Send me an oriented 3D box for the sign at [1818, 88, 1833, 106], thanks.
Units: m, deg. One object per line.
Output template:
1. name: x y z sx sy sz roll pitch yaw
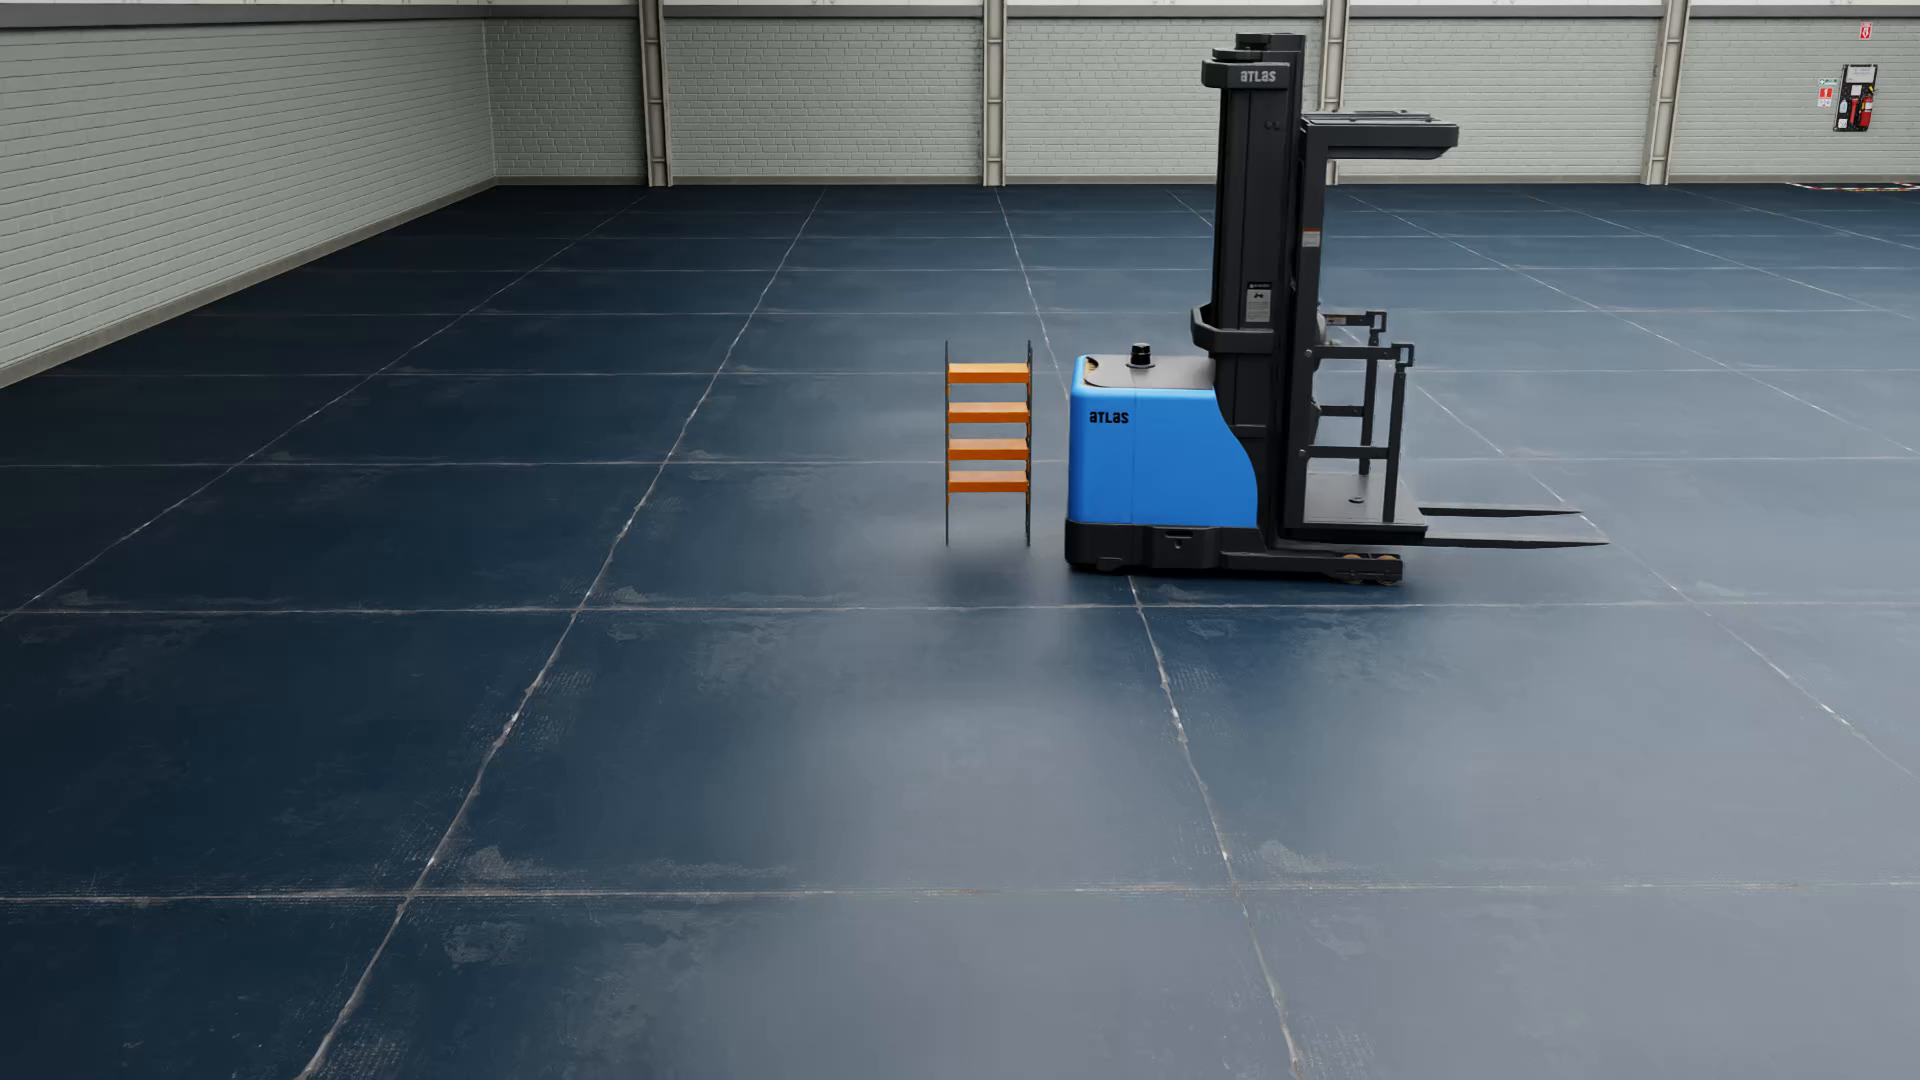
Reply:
1. sign: 15.585 -7.978 29.949 0.234 0.329 0.001 0 18 -1

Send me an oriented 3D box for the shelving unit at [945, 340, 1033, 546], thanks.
1. shelving unit: 0.166 -0.572 9.867 0.503 1.200 0.258 0 18 -1

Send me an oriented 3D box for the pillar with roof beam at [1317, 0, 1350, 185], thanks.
1. pillar with roof beam: 6.680 -9.417 24.670 0.400 9.000 9.100 0 18 -1

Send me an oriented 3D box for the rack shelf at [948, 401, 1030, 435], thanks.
1. rack shelf: 0.166 -0.721 9.819 0.480 0.148 0.258 0 18 -1

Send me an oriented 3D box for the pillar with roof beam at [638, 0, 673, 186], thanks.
1. pillar with roof beam: -5.319 -9.359 24.490 0.400 9.000 9.100 0 18 -1

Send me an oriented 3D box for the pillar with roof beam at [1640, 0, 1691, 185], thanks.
1. pillar with roof beam: 12.679 -9.445 24.760 0.400 9.000 9.100 0 18 -1

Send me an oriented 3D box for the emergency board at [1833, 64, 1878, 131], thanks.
1. emergency board: 16.139 -7.932 29.865 0.643 1.169 0.194 0 18 -1

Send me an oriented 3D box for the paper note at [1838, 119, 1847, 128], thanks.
1. paper note: 15.961 -7.533 30.062 0.142 0.148 0.016 0 18 -1

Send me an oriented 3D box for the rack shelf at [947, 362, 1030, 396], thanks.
1. rack shelf: 0.166 -0.946 9.747 0.480 0.148 0.258 0 18 -1

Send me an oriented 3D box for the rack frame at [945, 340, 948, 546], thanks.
1. rack frame: -0.078 -0.571 9.863 0.015 1.200 0.240 0 18 -1

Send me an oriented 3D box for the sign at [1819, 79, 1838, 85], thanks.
1. sign: 15.589 -8.228 29.860 0.331 0.109 0.001 0 18 -1

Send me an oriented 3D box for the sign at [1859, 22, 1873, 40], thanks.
1. sign: 16.129 -9.067 29.605 0.199 0.298 0.001 0 18 -1

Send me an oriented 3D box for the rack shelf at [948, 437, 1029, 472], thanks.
1. rack shelf: 0.166 -0.508 9.887 0.480 0.148 0.258 0 18 -1

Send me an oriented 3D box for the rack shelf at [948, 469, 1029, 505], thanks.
1. rack shelf: 0.166 -0.319 9.948 0.480 0.148 0.258 0 18 -1

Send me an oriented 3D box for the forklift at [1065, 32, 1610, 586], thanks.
1. forklift: 2.147 -1.312 9.339 3.031 2.935 1.130 2 18 5

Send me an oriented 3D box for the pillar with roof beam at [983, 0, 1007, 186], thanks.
1. pillar with roof beam: 0.681 -9.388 24.580 0.400 9.000 9.100 0 18 -1

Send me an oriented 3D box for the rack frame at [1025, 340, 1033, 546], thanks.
1. rack frame: 0.409 -0.573 9.870 0.015 1.200 0.240 0 18 -1
